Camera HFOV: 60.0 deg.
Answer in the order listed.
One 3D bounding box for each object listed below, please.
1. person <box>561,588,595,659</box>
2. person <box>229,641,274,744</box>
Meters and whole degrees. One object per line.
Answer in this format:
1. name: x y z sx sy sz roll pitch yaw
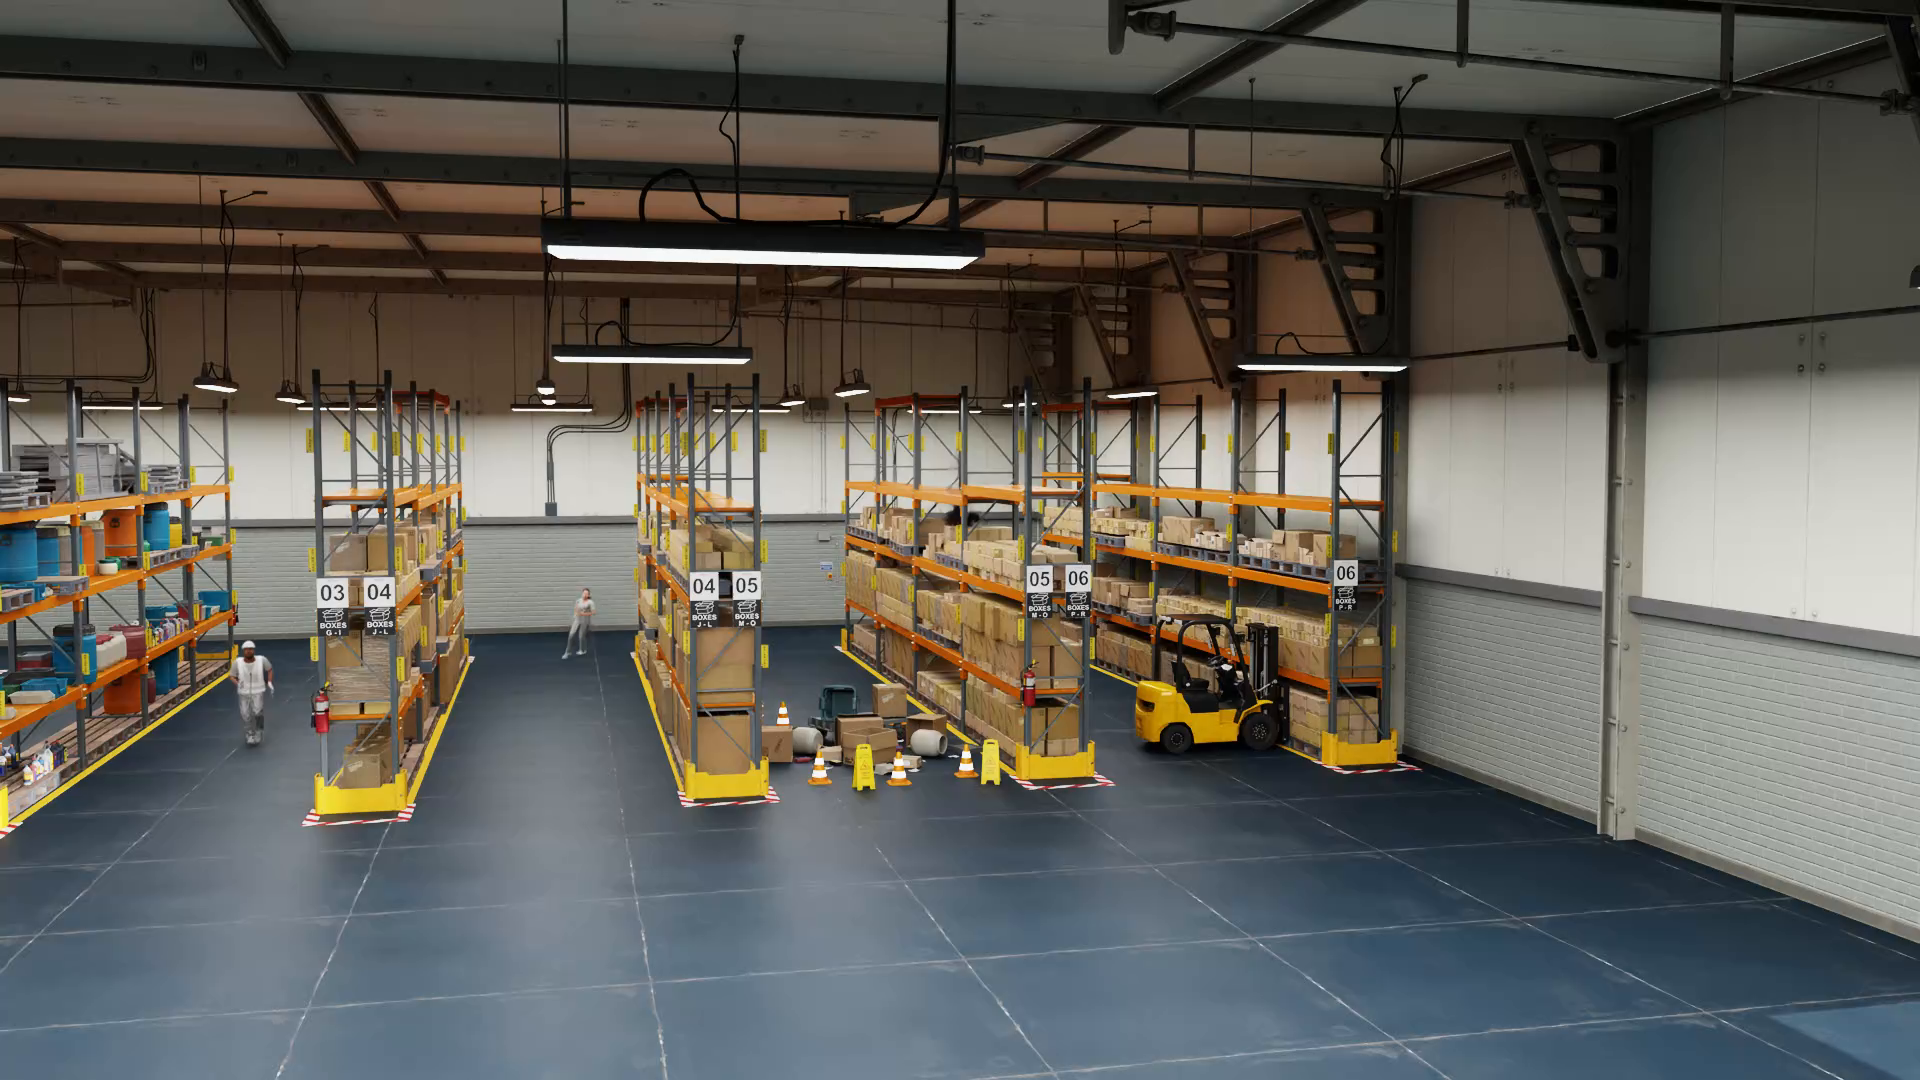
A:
1. person: -8.856 1.941 38.933 0.736 1.657 0.747 1 3 12
2. person: -11.690 2.527 27.446 0.667 1.734 0.738 -1 3 -19
